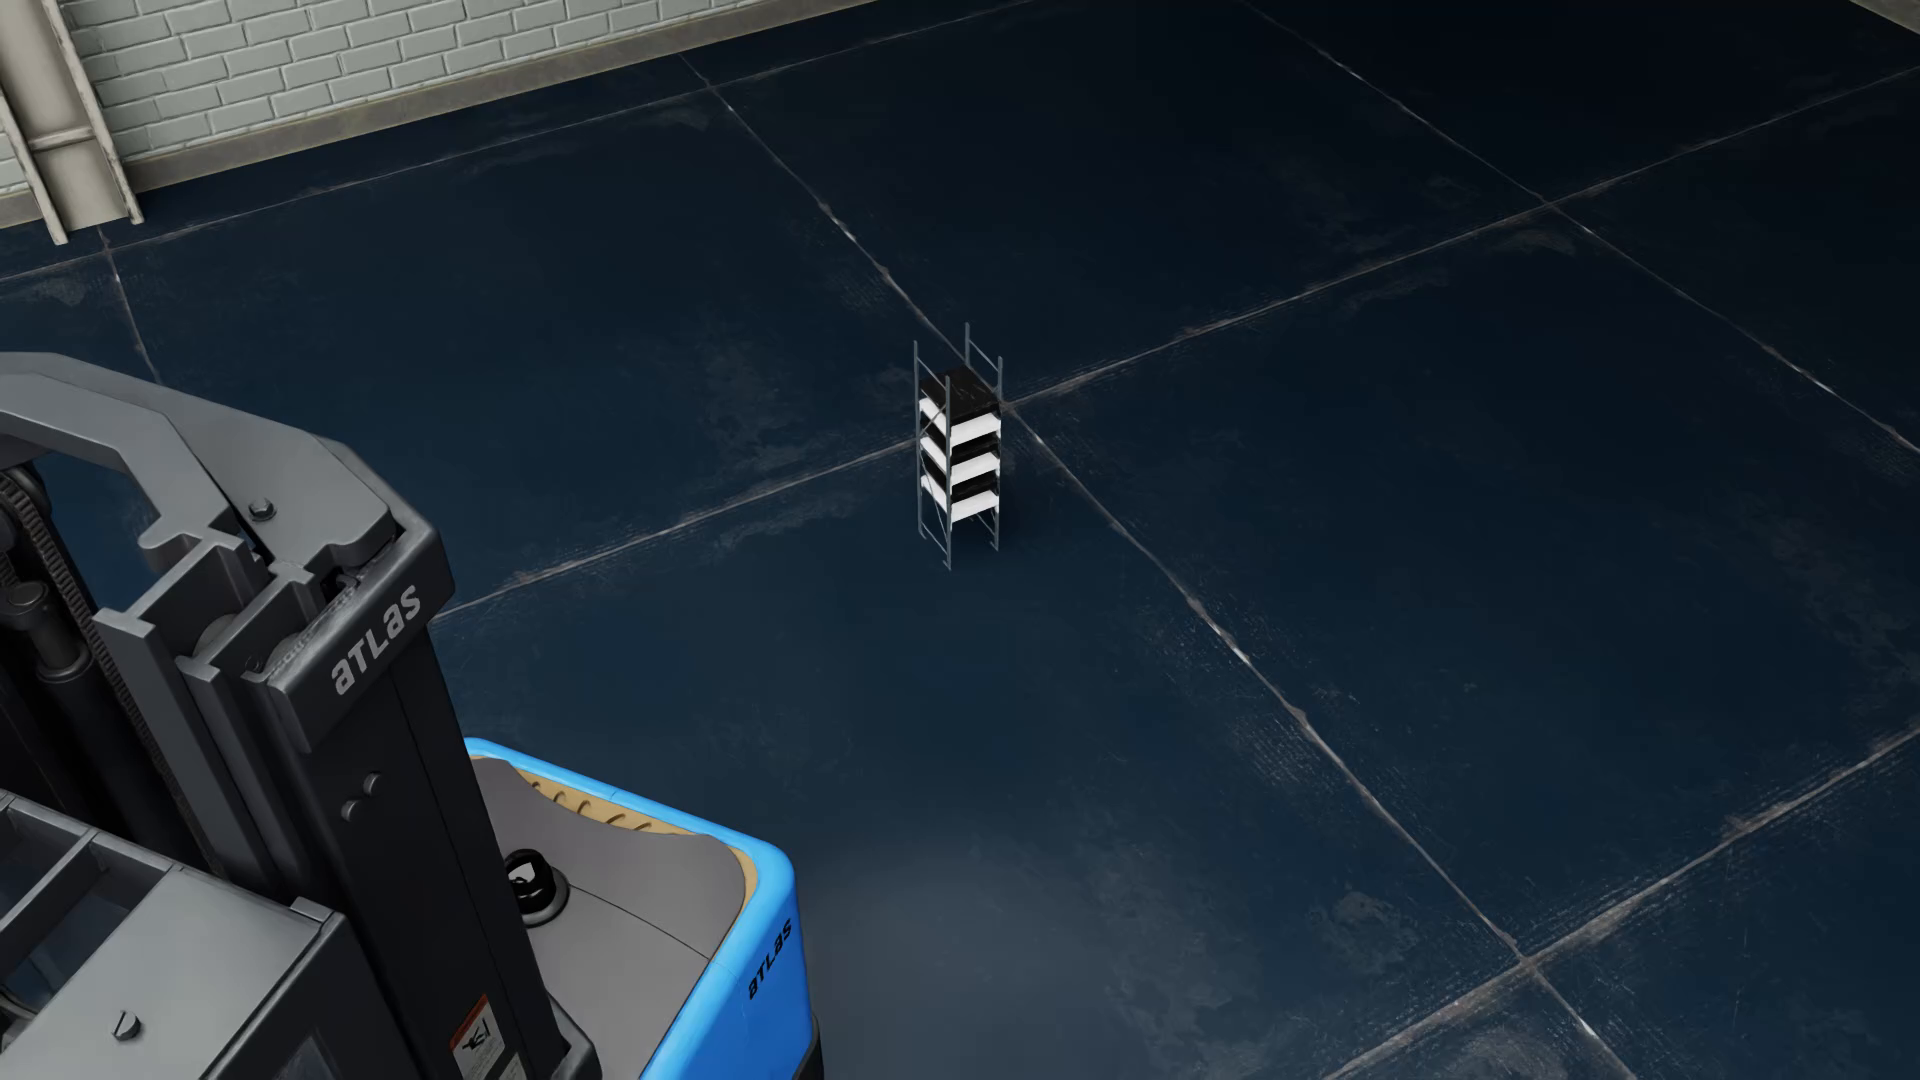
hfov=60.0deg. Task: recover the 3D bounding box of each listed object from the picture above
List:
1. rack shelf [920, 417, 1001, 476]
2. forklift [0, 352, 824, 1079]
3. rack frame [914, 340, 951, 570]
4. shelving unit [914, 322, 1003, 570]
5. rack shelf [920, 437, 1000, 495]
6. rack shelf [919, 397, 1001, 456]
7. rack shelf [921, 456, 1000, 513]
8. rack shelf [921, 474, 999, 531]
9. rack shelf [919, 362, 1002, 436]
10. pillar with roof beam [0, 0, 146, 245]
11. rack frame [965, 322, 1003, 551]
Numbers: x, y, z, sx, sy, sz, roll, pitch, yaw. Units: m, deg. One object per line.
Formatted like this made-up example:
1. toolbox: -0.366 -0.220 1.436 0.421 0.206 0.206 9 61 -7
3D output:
1. rack shelf: -0.007 -0.361 5.894 0.200 0.077 0.258 -22 48 -21
2. forklift: -1.419 1.275 2.831 1.130 2.935 3.031 16 47 16
3. rack frame: -0.095 -0.285 5.897 0.006 0.900 0.240 -22 48 -21
4. shelving unit: -0.007 -0.320 5.934 0.210 0.900 0.258 -22 48 -21
5. rack shelf: -0.007 -0.296 5.957 0.200 0.077 0.258 -22 48 -21
6. rack shelf: -0.007 -0.425 5.832 0.200 0.077 0.258 -22 48 -21
7. rack shelf: -0.007 -0.232 6.020 0.200 0.077 0.258 -22 48 -21
8. rack shelf: -0.007 -0.167 6.082 0.200 0.077 0.258 -22 48 -21
9. rack shelf: -0.007 -0.490 5.769 0.200 0.077 0.258 -22 48 -21
10. pillar with roof beam: -1.917 -2.144 1.998 0.400 9.000 9.100 -22 48 -21
11. rack frame: 0.081 -0.355 5.970 0.006 0.900 0.240 -22 48 -21
